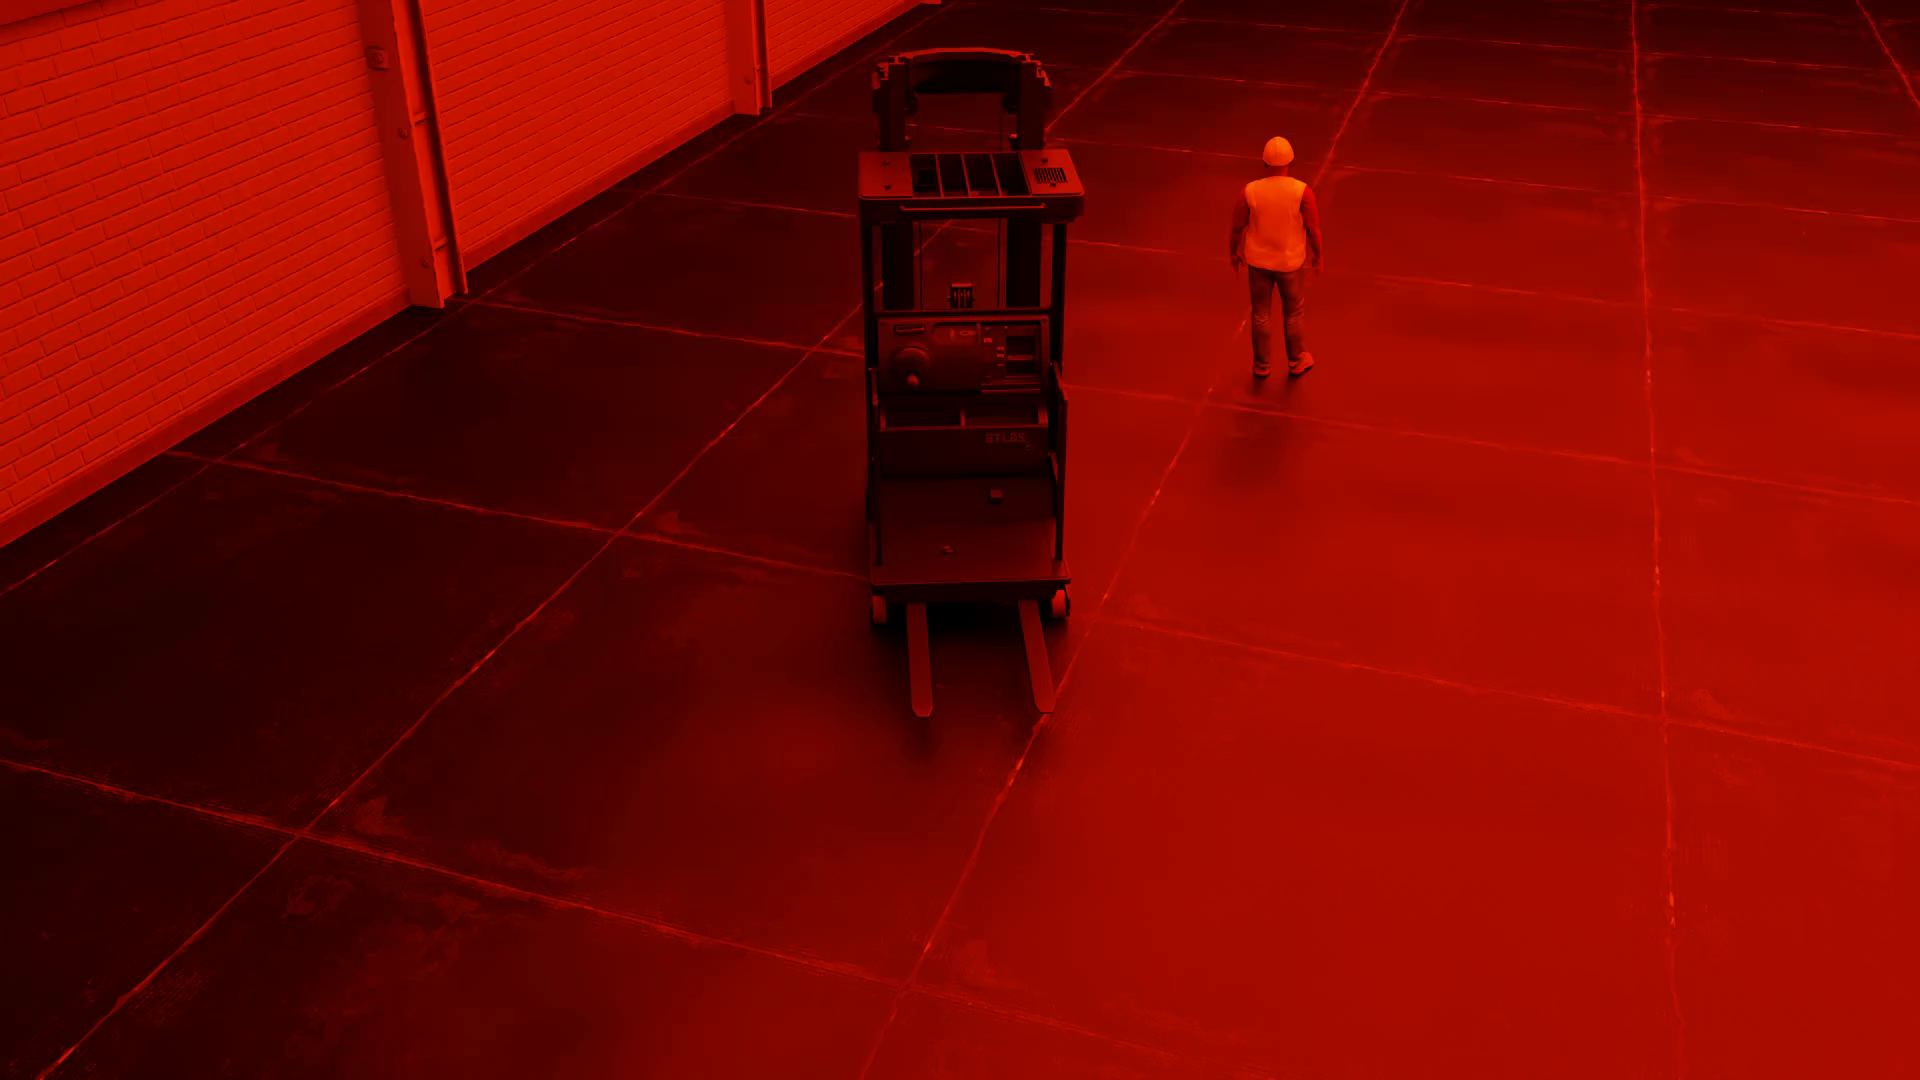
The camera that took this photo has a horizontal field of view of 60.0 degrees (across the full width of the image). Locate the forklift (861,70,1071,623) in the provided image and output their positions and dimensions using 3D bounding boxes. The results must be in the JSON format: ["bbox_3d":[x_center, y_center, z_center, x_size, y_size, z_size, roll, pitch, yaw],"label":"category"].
[{"bbox_3d":[0.004,-1.204,9.338,1.129,2.843,1.939,-2,30,-3],"label":"forklift"}]

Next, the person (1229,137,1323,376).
[{"bbox_3d":[2.259,-2.023,11.847,0.665,1.765,0.577,10,31,16],"label":"person"}]
